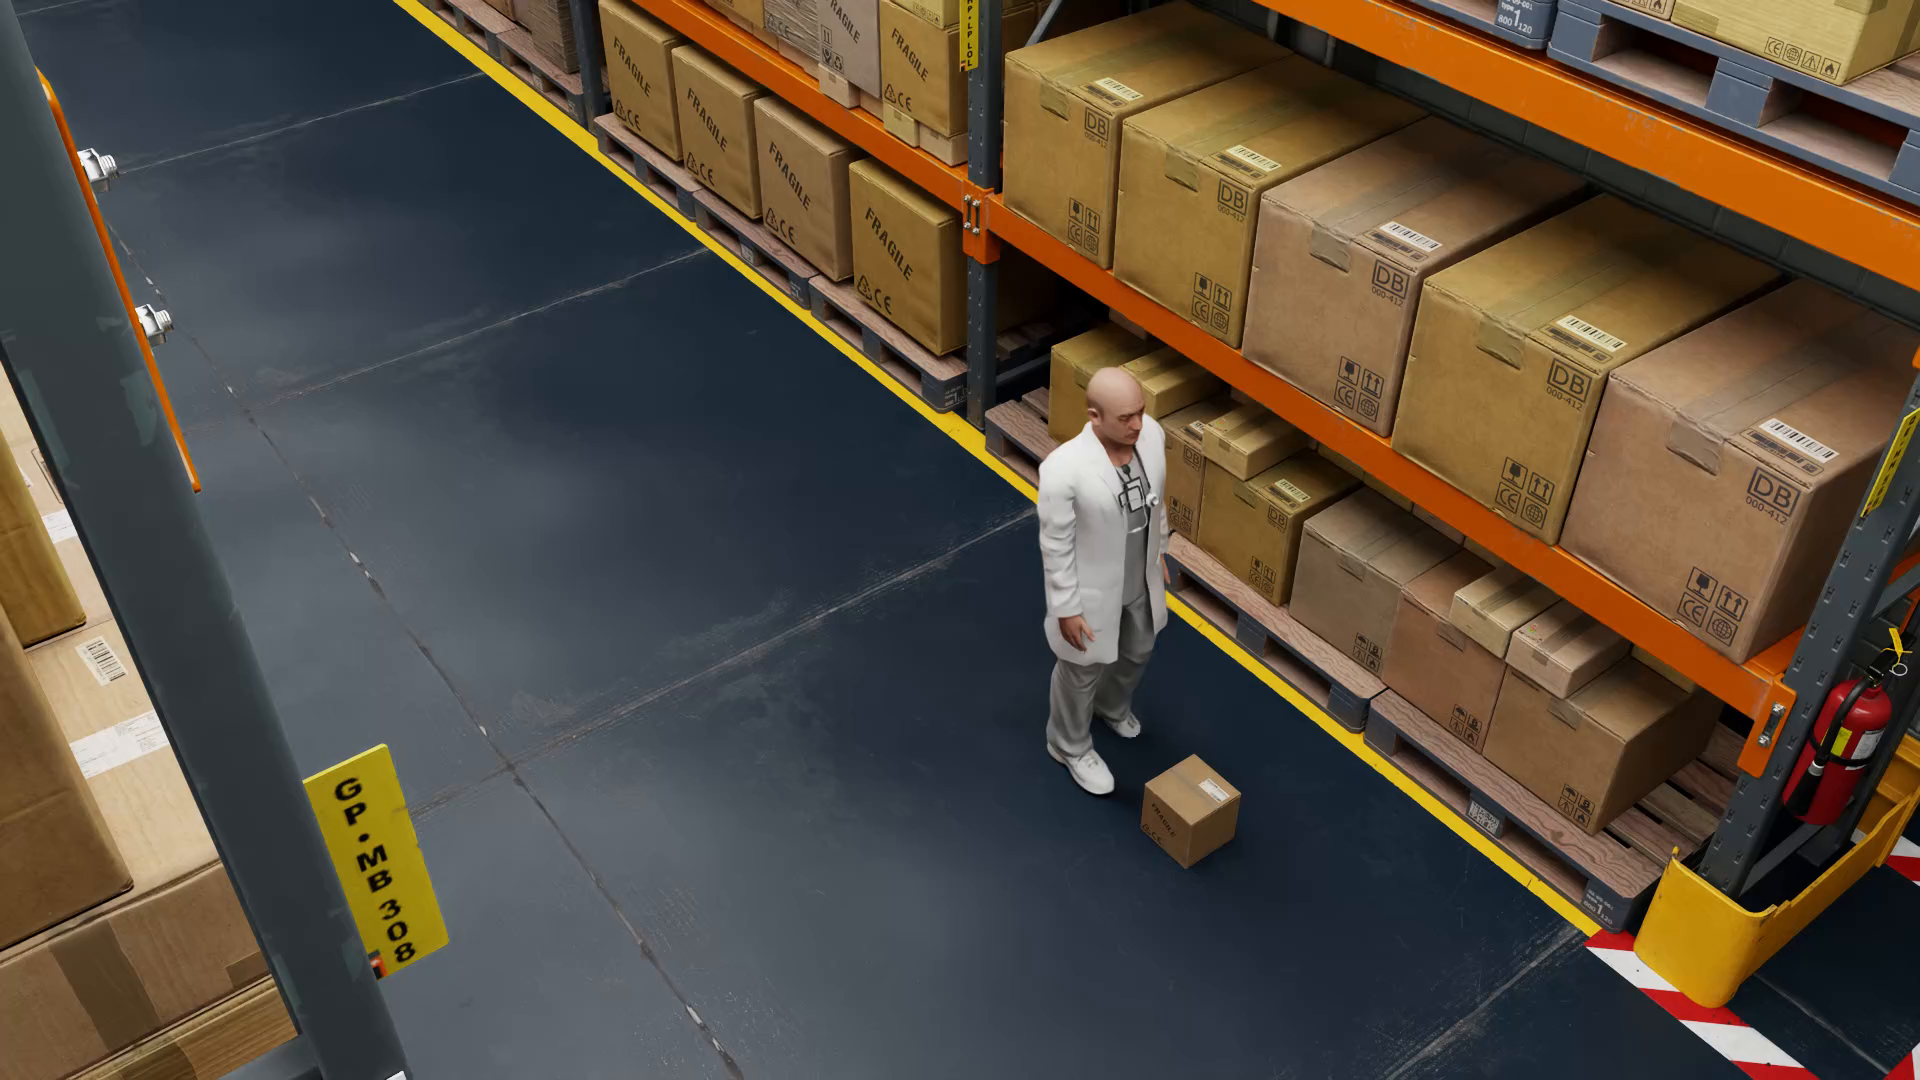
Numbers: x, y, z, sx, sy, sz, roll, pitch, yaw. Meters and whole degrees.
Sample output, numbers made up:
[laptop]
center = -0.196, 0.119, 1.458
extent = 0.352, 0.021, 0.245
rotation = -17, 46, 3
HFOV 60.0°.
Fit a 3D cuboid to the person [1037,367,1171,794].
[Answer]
[person]
center = 0.531, 0.171, 6.014
extent = 0.593, 1.864, 0.470
rotation = -26, 47, -28
